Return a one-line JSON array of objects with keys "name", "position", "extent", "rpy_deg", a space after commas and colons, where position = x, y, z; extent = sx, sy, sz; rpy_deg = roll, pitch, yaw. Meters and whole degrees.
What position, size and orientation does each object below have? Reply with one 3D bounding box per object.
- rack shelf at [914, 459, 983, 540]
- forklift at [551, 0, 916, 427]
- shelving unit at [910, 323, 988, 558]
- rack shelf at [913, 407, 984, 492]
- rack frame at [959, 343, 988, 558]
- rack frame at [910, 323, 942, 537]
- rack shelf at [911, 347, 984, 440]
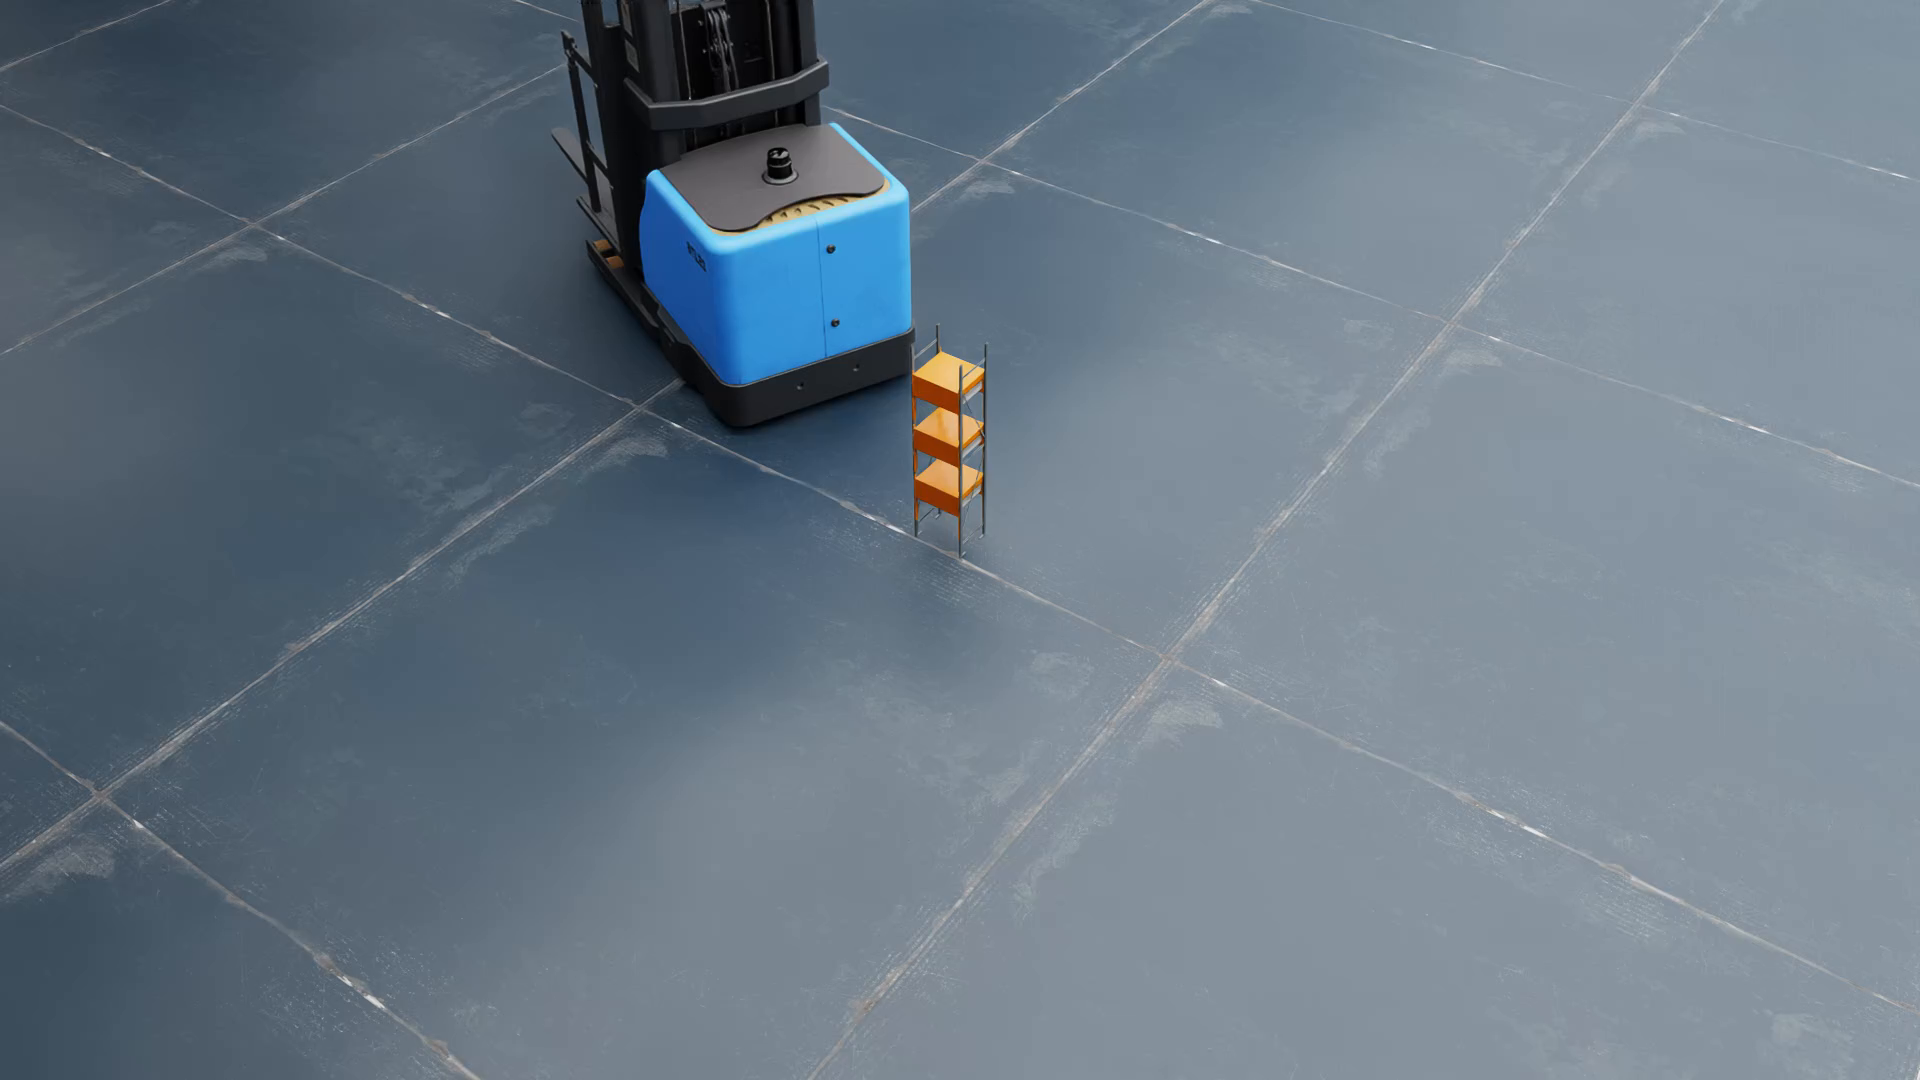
[{"name": "rack shelf", "position": [-0.044, -0.197, 7.364], "extent": [0.240, 0.259, 0.215], "rpy_deg": [25, 48, 25]}, {"name": "forklift", "position": [-1.392, -2.607, 8.214], "extent": [1.130, 2.935, 3.031], "rpy_deg": [-21, 46, -22]}, {"name": "shelving unit", "position": [-0.044, -0.412, 7.171], "extent": [0.252, 1.050, 0.215], "rpy_deg": [25, 48, 25]}, {"name": "rack shelf", "position": [-0.044, -0.404, 7.178], "extent": [0.240, 0.259, 0.215], "rpy_deg": [25, 48, 25]}, {"name": "rack frame", "position": [0.056, -0.365, 7.119], "extent": [0.008, 1.050, 0.200], "rpy_deg": [25, 48, 25]}, {"name": "rack frame", "position": [-0.144, -0.458, 7.223], "extent": [0.008, 1.050, 0.200], "rpy_deg": [25, 48, 25]}, {"name": "rack shelf", "position": [-0.044, -0.615, 6.989], "extent": [0.240, 0.259, 0.215], "rpy_deg": [25, 48, 25]}]
